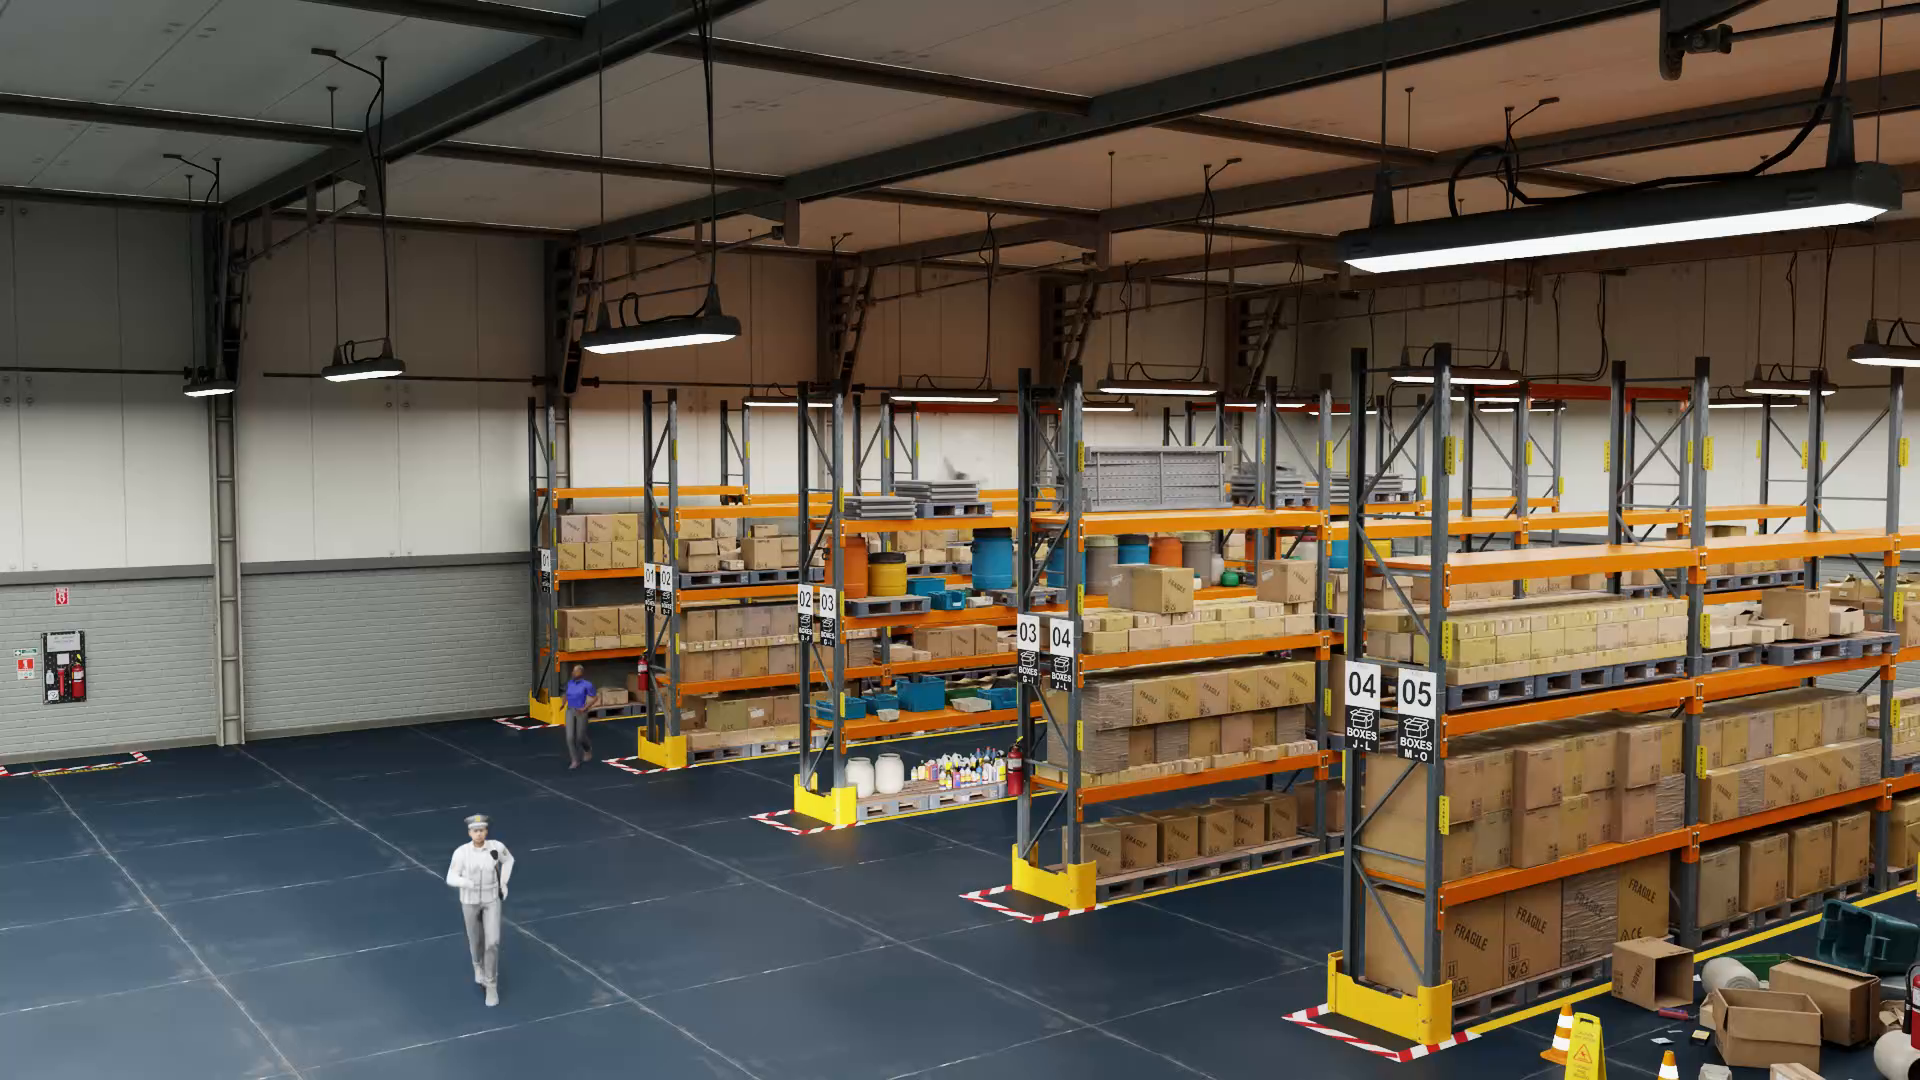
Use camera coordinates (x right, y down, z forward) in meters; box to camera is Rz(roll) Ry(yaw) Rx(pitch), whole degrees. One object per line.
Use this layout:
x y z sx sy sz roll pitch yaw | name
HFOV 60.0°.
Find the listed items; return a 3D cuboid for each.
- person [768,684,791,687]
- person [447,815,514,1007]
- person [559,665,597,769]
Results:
-3.243 2.578 30.063 0.796 1.688 0.570 -3 5 -44 | person
-4.464 3.404 15.500 0.598 1.753 0.777 -1 3 -14 | person
-6.088 2.814 26.542 0.603 1.648 0.580 1 3 9 | person
